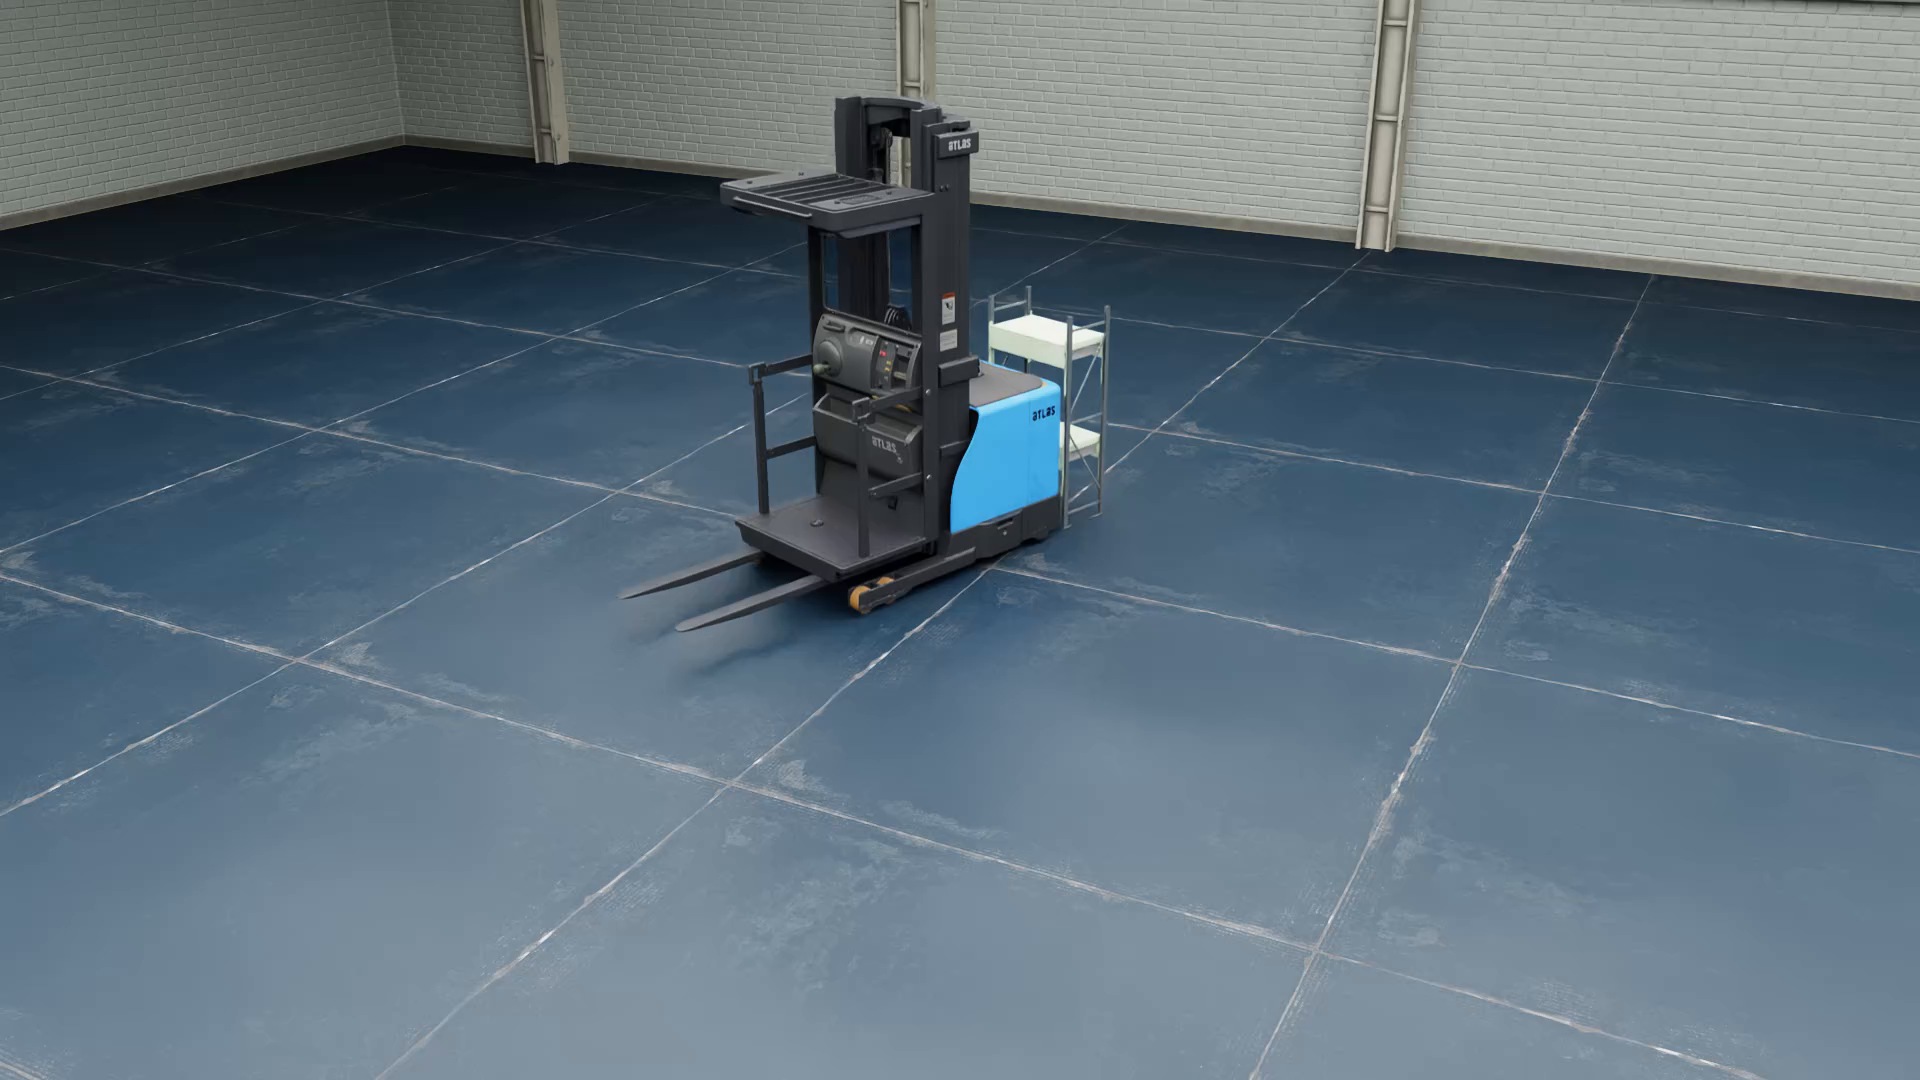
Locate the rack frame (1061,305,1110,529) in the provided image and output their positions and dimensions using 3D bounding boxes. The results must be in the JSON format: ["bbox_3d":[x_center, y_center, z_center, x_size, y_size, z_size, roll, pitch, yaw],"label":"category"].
[{"bbox_3d":[0.850,-0.819,11.259,0.400,1.500,0.023,-21,30,-40],"label":"rack frame"}]

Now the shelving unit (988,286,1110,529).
[{"bbox_3d":[0.596,-0.922,11.502,0.431,1.500,0.755,-21,30,-40],"label":"shelving unit"}]

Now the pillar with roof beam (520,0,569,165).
[{"bbox_3d":[-7.858,-8.133,18.876,0.400,9.000,9.100,11,25,25],"label":"pillar with roof beam"}]

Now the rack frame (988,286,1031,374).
[{"bbox_3d":[0.343,-1.026,11.745,0.400,1.500,0.023,-21,30,-40],"label":"rack frame"}]

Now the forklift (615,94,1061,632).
[{"bbox_3d":[-0.732,-1.127,10.155,3.031,2.935,1.130,-21,31,-40],"label":"forklift"}]

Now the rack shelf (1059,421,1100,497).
[{"bbox_3d":[0.596,-0.622,11.629,0.431,0.370,0.720,-21,30,-40],"label":"rack shelf"}]

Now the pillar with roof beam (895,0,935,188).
[{"bbox_3d":[-2.503,-7.074,16.385,0.400,9.000,9.100,11,25,25],"label":"pillar with roof beam"}]

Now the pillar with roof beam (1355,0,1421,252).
[{"bbox_3d":[2.851,-6.014,13.893,0.400,9.000,9.100,11,25,25],"label":"pillar with roof beam"}]

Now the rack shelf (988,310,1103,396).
[{"bbox_3d":[0.597,-1.281,11.349,0.431,0.370,0.720,-21,30,-40],"label":"rack shelf"}]
